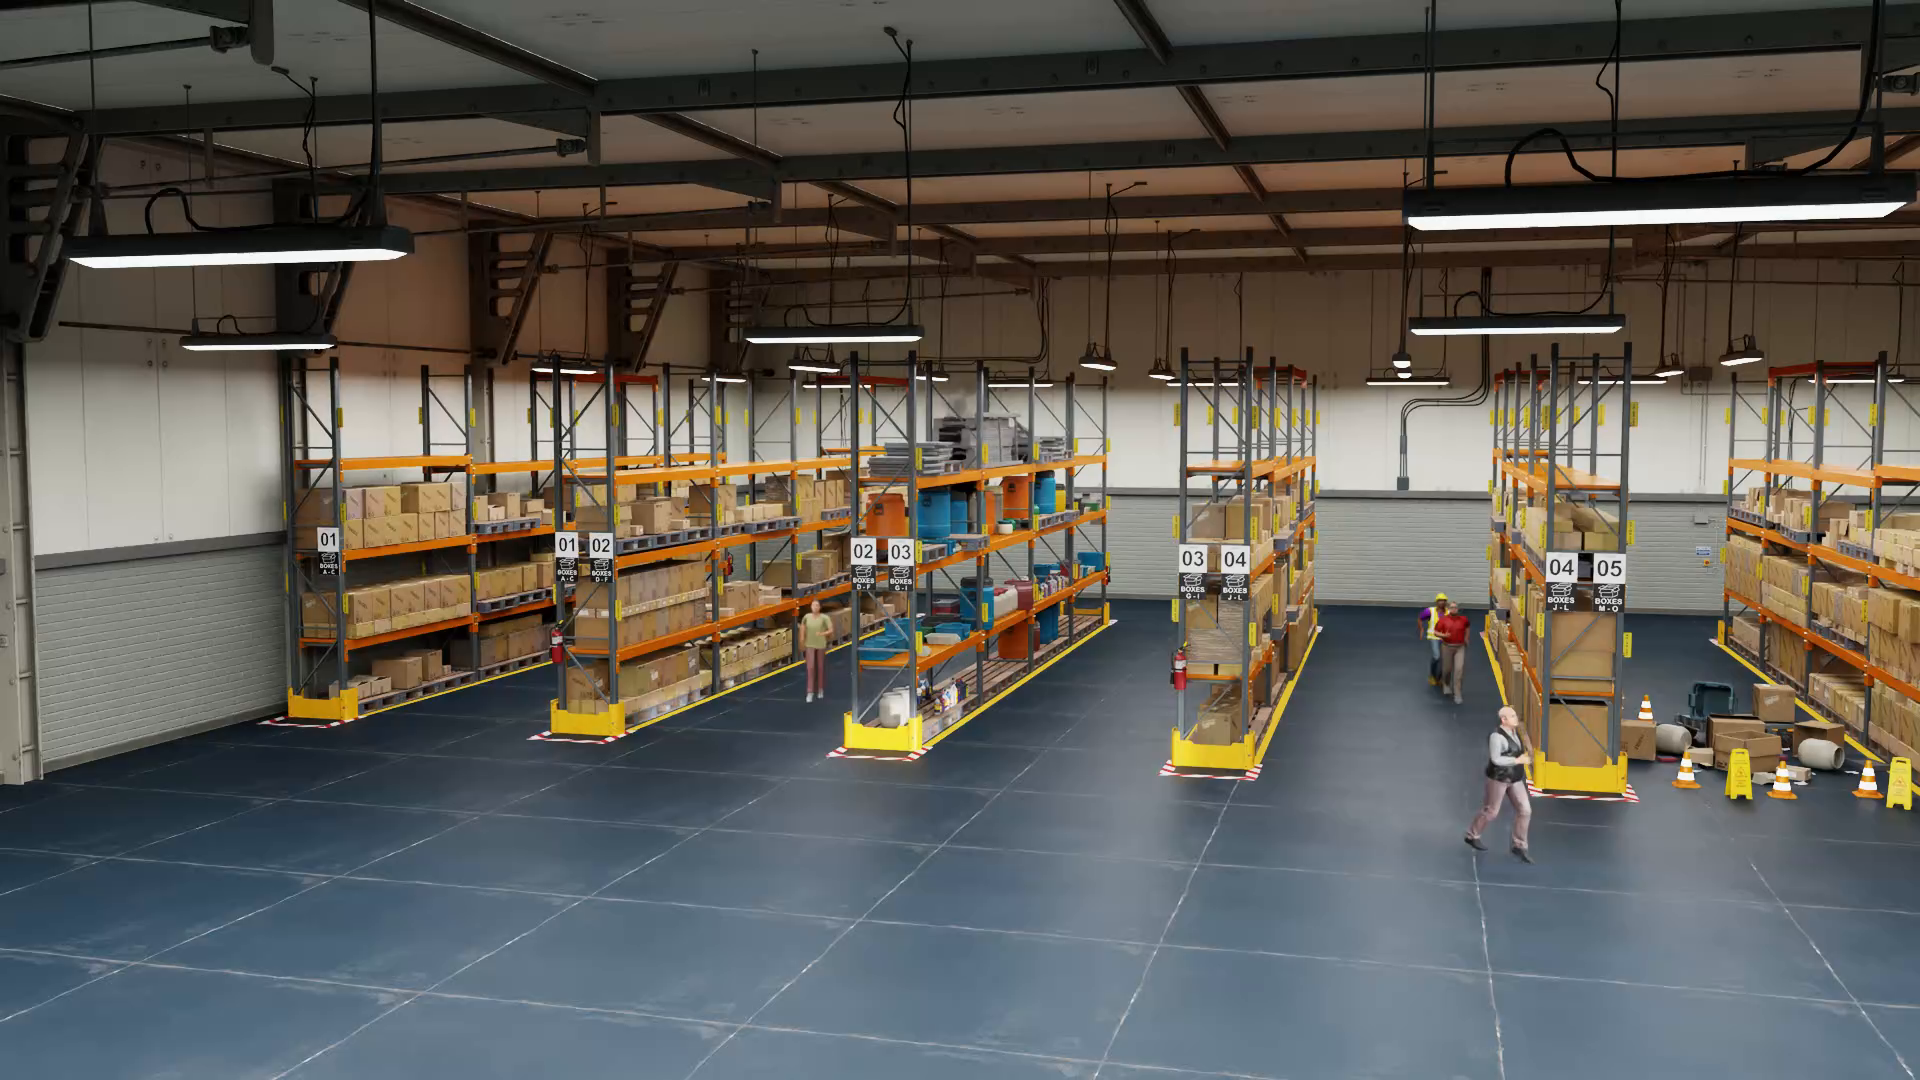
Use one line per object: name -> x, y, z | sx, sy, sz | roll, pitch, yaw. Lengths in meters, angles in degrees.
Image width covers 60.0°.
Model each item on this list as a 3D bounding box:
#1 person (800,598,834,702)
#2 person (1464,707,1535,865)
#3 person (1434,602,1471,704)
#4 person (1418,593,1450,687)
person -> -2.392, 1.814, 27.751 | 0.578, 1.696, 0.830 | 0, 4, 2
person -> 6.131, 2.756, 18.846 | 0.587, 1.768, 0.843 | -3, 5, -36
person -> 8.721, 1.961, 29.436 | 0.659, 1.737, 0.967 | 1, 4, 10
person -> 8.893, 1.855, 30.840 | 0.692, 1.741, 0.660 | 0, 4, 2
